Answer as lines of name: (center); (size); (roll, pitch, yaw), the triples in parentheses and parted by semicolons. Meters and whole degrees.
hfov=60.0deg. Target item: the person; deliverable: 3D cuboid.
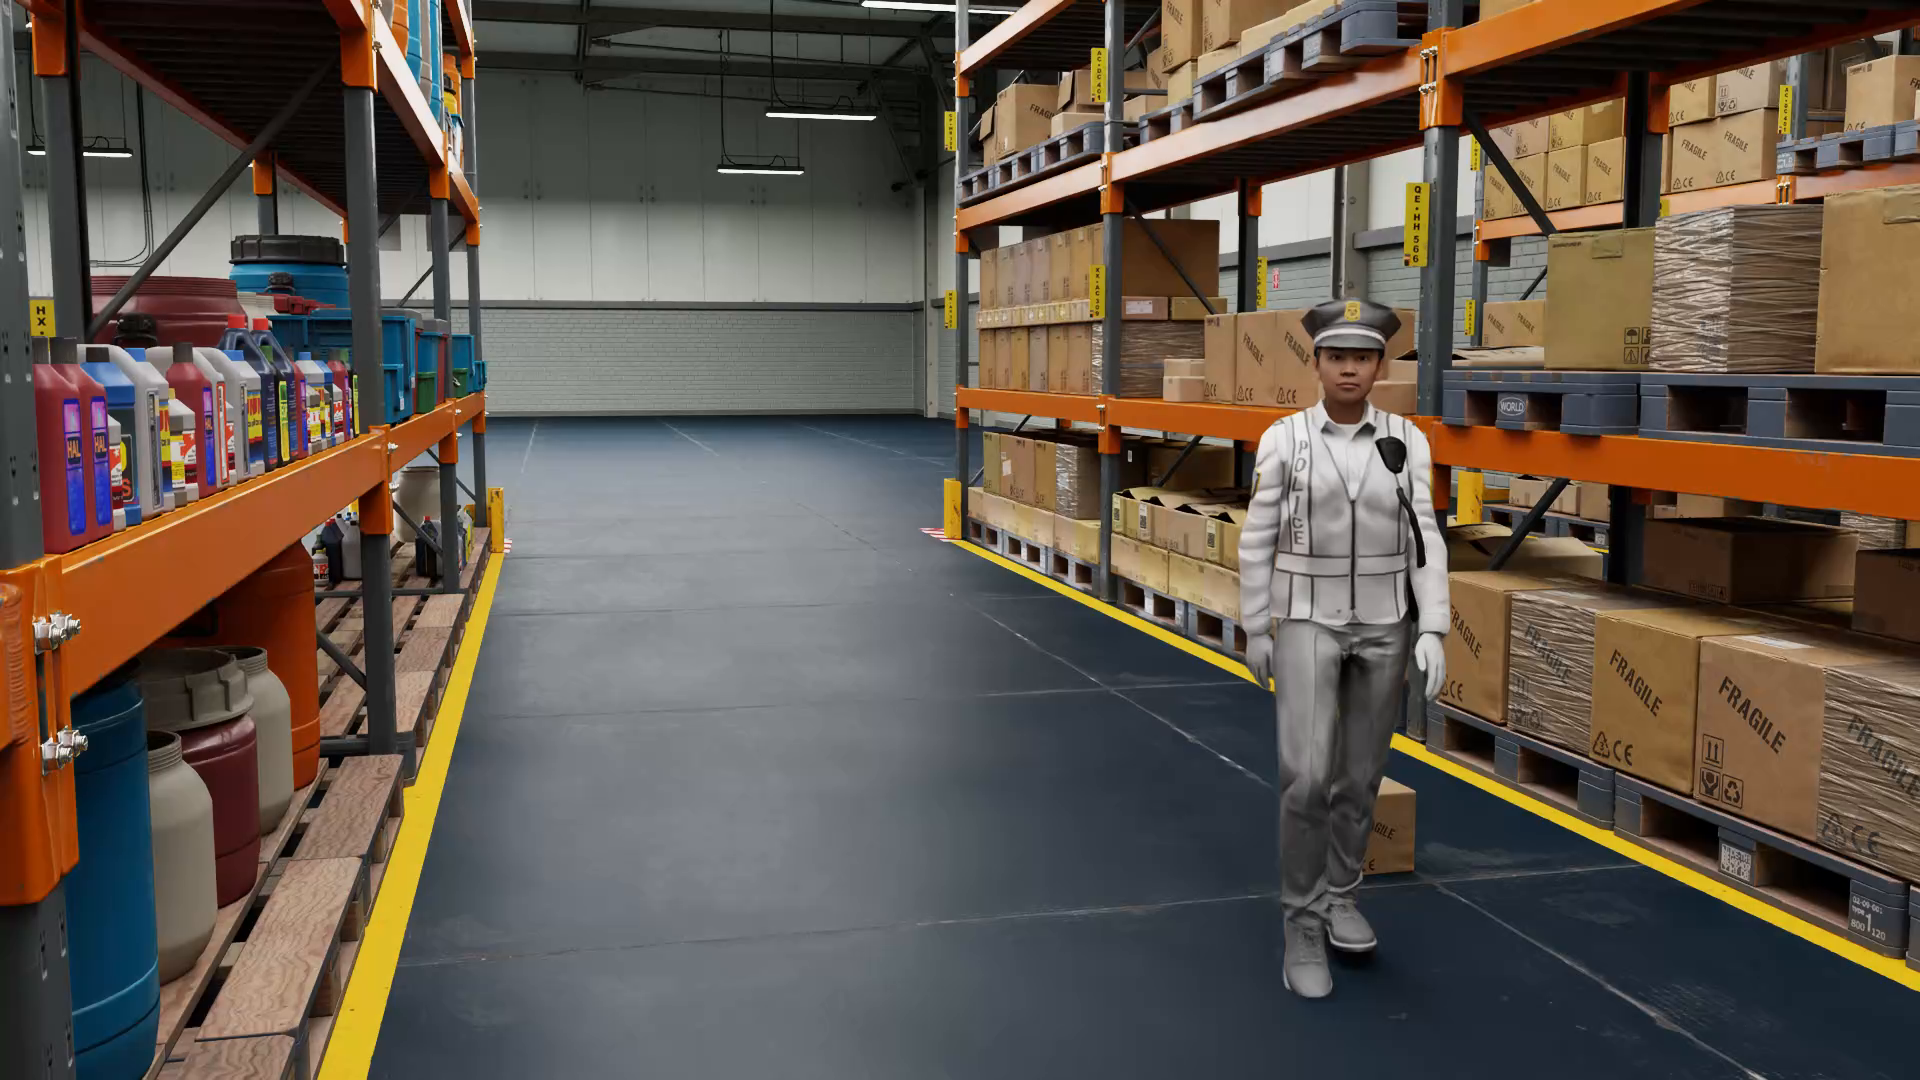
person: (0.964, 0.267, 4.199); (0.493, 1.744, 0.496); (0, 6, 0)
